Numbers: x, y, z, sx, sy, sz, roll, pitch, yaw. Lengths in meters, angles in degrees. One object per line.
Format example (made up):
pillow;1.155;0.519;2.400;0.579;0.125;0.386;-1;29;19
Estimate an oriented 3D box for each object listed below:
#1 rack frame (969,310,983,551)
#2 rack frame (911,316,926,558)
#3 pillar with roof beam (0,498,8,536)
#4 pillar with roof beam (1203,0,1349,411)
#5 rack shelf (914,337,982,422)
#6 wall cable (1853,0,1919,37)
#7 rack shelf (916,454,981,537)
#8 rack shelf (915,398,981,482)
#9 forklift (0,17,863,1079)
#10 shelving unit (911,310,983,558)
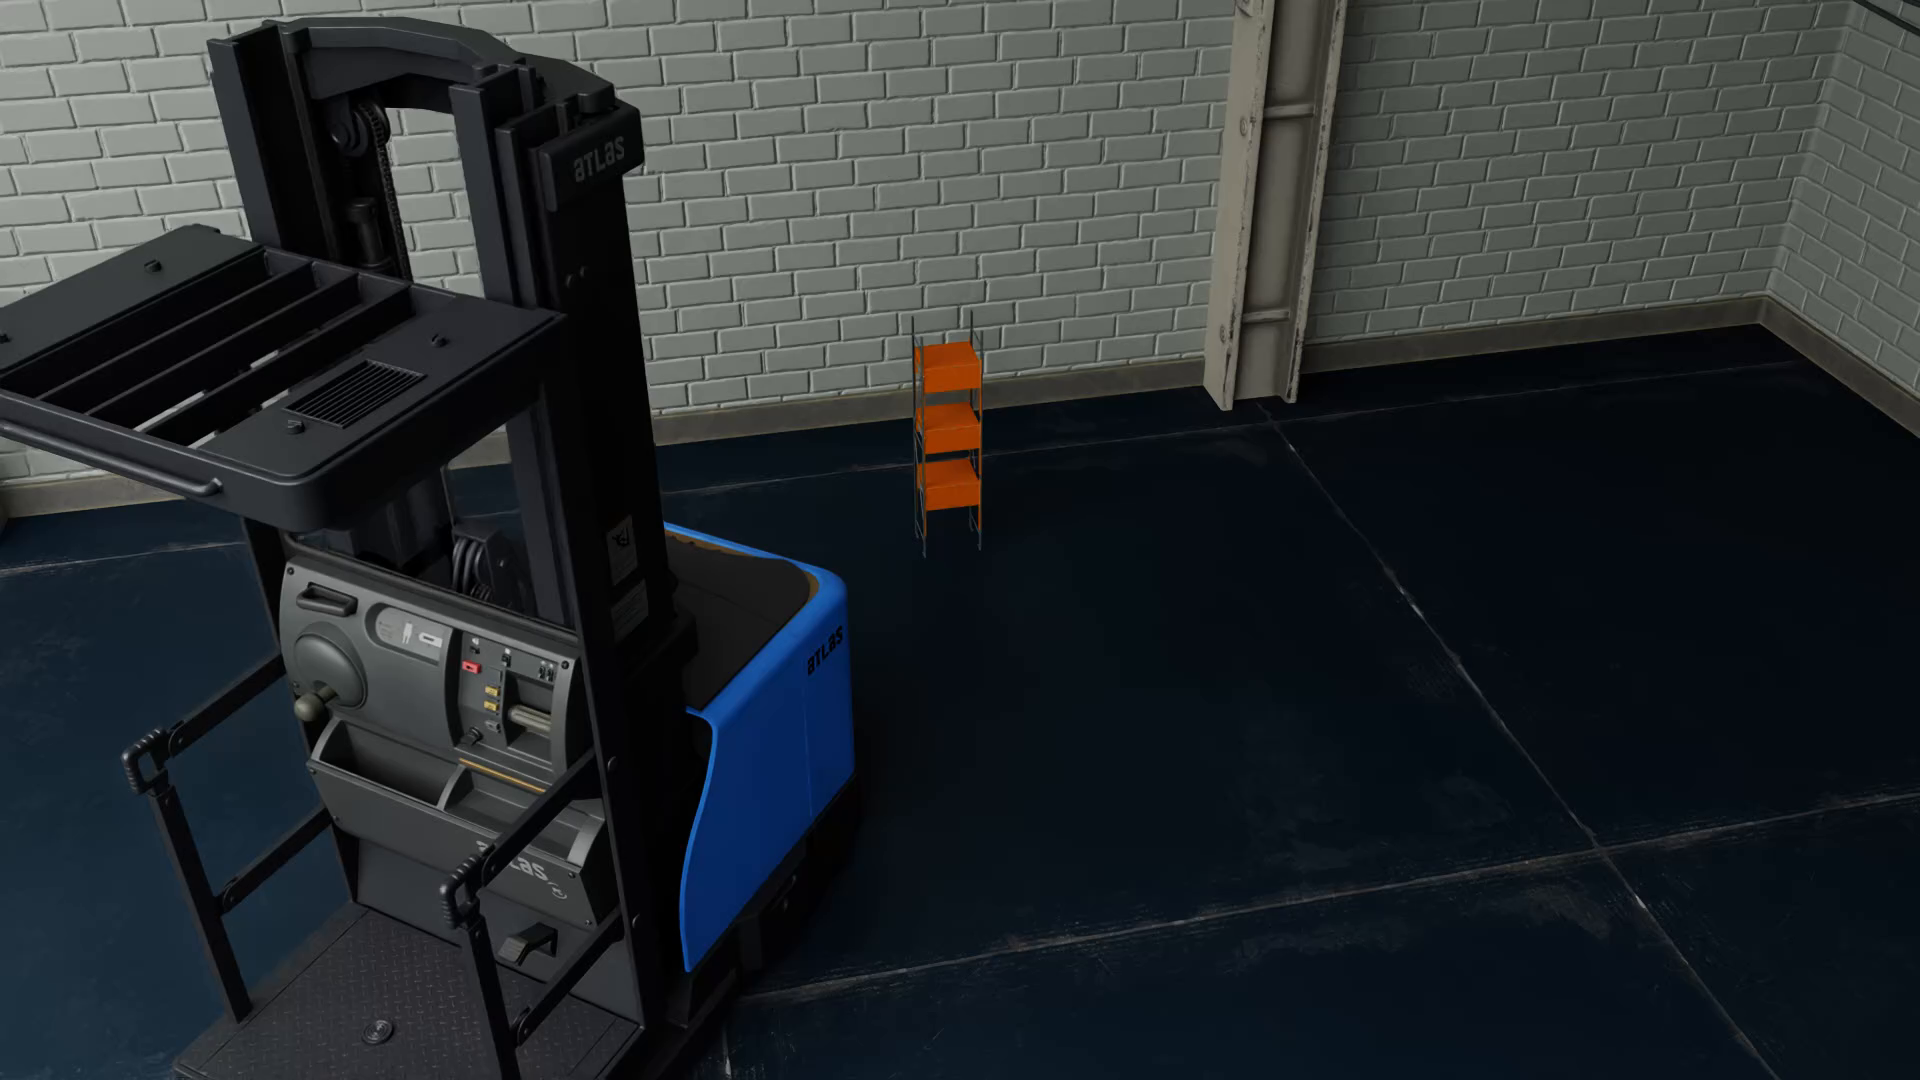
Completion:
rack frame;0.067;-0.444;6.970;0.008;1.050;0.200;-7;35;-11
rack frame;-0.171;-0.414;6.925;0.008;1.050;0.200;-7;35;-11
pillar with roof beam;-3.451;-1.404;1.267;0.400;9.000;9.100;-7;35;-11
pillar with roof beam;2.402;-2.142;2.366;0.400;9.000;9.100;-7;35;-11
rack shelf;-0.052;-0.656;6.795;0.240;0.259;0.215;-7;35;-11
wall cable;4.617;-2.836;6.187;0.112;2.526;3.097;-7;35;-11
rack shelf;-0.052;-0.190;7.108;0.240;0.259;0.215;-7;35;-11
rack shelf;-0.052;-0.421;6.954;0.240;0.259;0.215;-7;35;-11
forklift;-1.443;0.396;4.029;1.130;2.935;3.031;16;37;22
shelving unit;-0.052;-0.429;6.948;0.252;1.050;0.215;-7;35;-11
